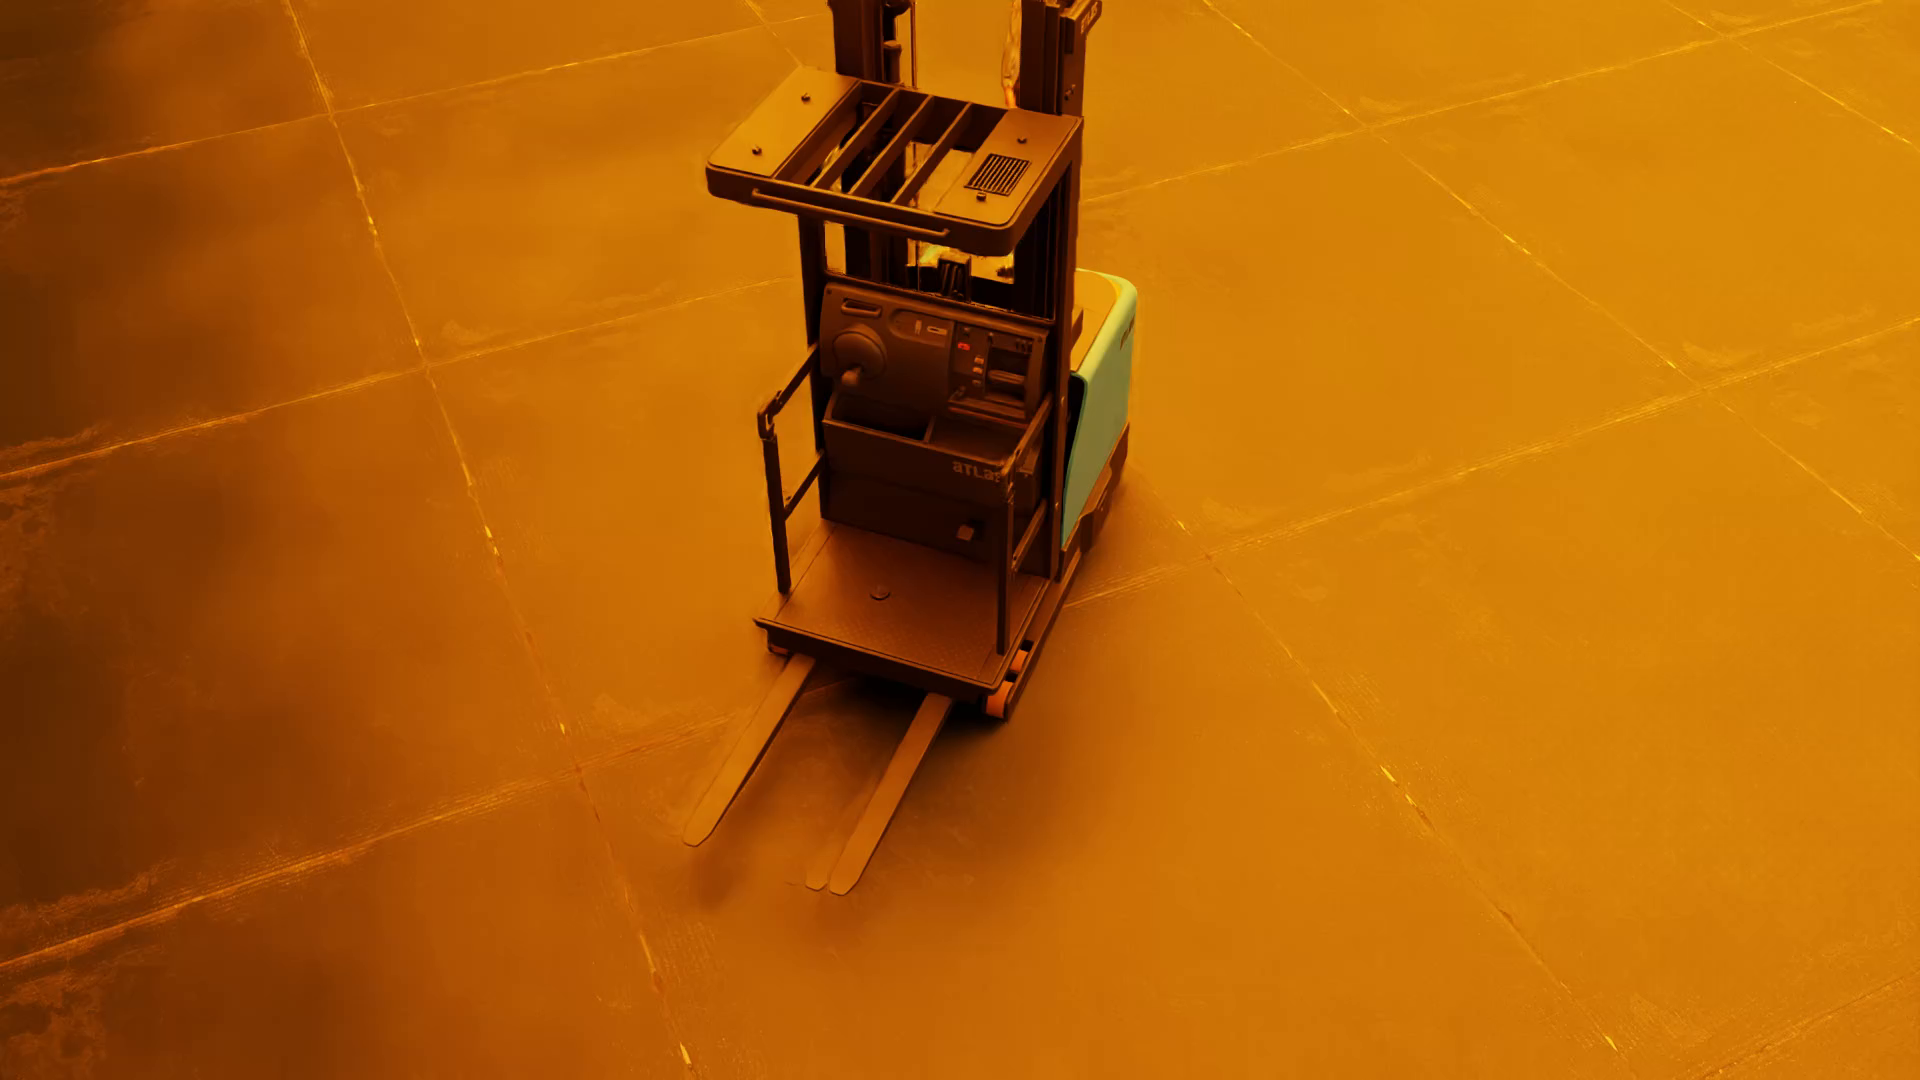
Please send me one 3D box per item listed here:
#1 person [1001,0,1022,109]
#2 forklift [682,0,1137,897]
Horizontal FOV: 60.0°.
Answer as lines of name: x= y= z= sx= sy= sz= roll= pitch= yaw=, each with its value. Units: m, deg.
person: x=0.479 y=-2.693 z=9.537 sx=0.573 sy=1.638 sz=0.865 roll=-4 pitch=43 yaw=-4
forklift: x=-0.190 y=-0.646 z=6.372 sx=1.130 sy=2.935 sz=3.031 roll=15 pitch=45 yaw=15
